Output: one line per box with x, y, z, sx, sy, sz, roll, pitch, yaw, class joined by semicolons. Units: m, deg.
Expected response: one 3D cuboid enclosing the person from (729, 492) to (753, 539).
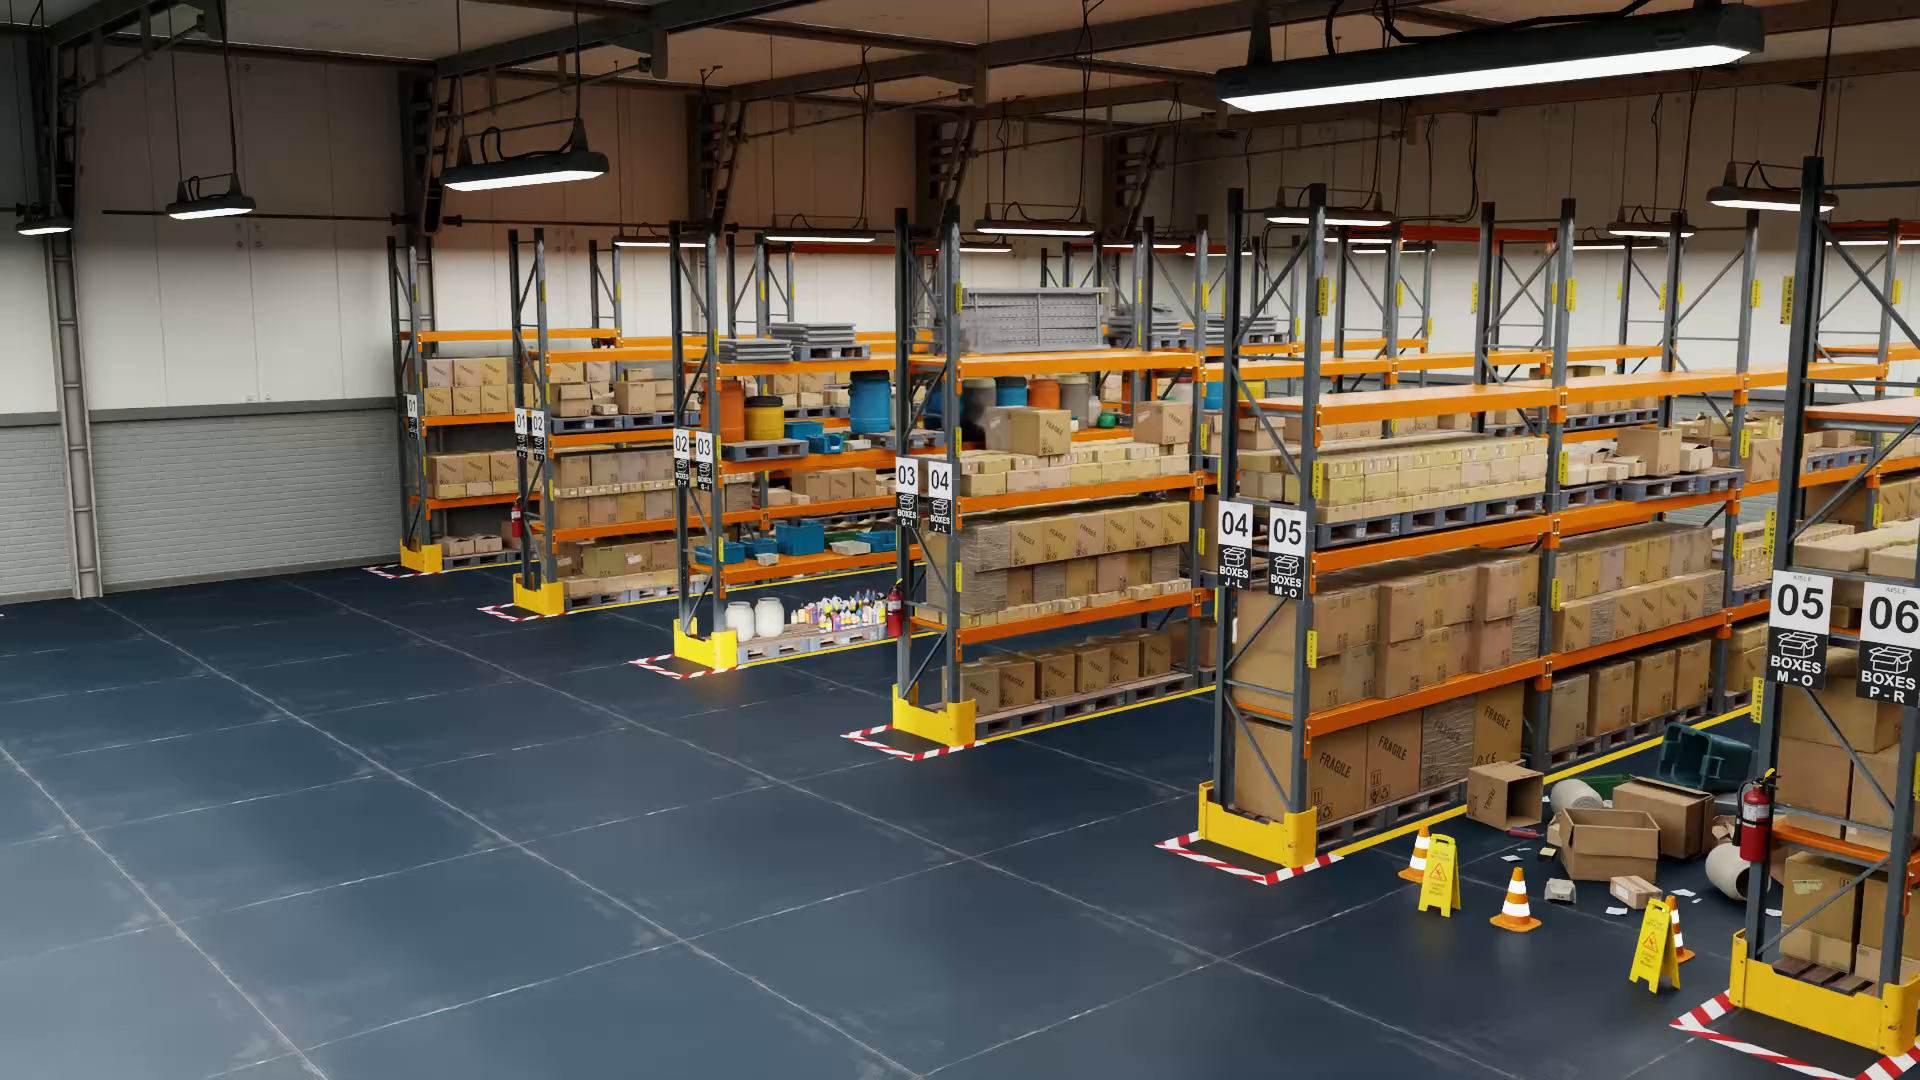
-4.243;-0.532;31.535;0.575;1.685;0.938;8;12;43;person

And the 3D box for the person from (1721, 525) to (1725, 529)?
11.469;0.560;24.959;0.582;1.618;0.578;8;12;43;person

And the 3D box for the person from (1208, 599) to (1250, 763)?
3.066;1.488;18.155;0.692;1.781;0.922;7;11;40;person
